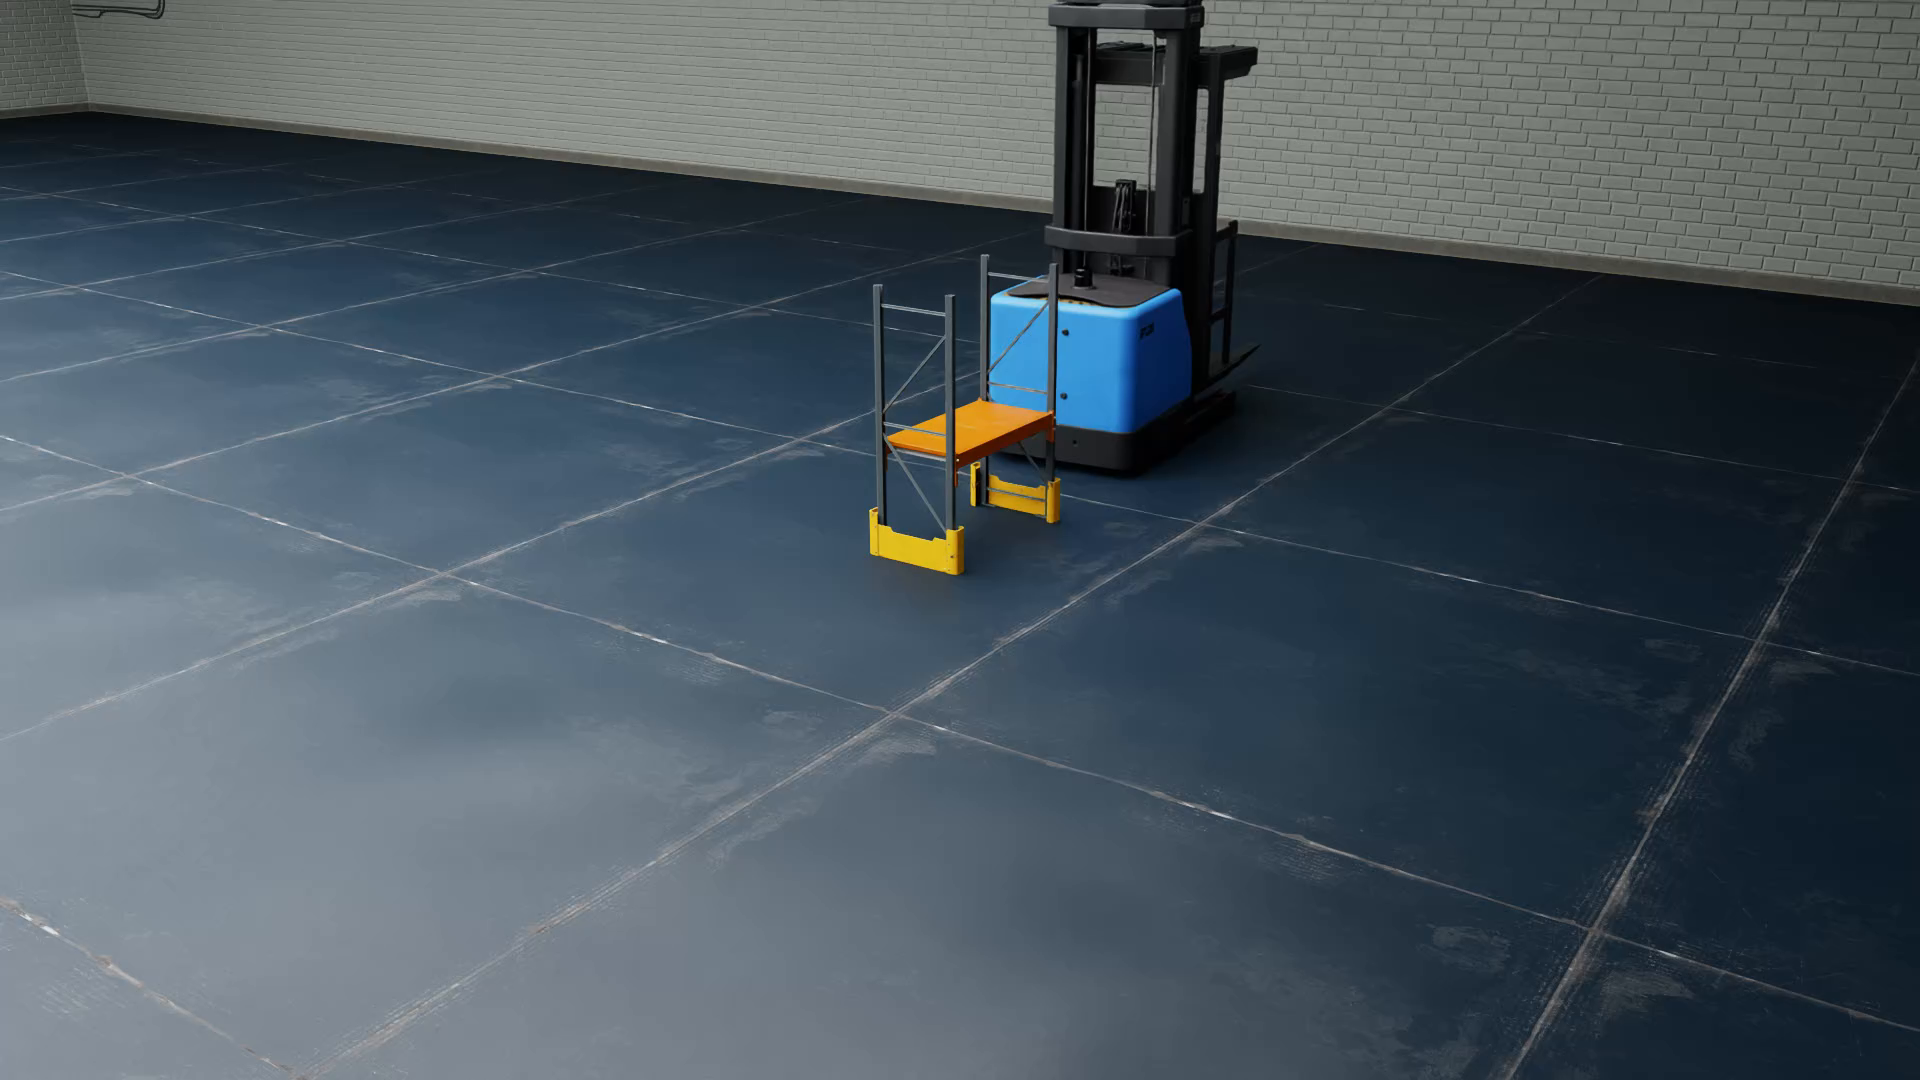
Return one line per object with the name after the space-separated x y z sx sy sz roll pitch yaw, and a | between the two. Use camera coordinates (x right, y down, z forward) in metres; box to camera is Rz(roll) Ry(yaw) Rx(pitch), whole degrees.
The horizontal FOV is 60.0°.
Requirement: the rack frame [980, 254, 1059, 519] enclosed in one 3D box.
0.334 -0.874 9.602 0.500 1.500 0.032 13 24 32 | rack frame

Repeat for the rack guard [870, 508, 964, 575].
-0.237 0.004 9.031 0.587 0.250 0.087 13 24 32 | rack guard

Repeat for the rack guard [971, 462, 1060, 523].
0.323 -0.282 9.804 0.587 0.250 0.087 13 24 32 | rack guard

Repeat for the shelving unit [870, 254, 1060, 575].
0.043 -0.725 9.201 0.587 1.500 1.083 13 24 32 | shelving unit

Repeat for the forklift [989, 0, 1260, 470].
1.309 -2.278 11.335 1.130 2.935 3.031 11 23 26 | forklift

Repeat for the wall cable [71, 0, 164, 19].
-15.077 -10.496 29.281 3.097 2.526 0.112 13 24 32 | wall cable

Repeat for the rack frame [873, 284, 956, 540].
-0.238 -0.582 8.814 0.500 1.500 0.032 13 24 32 | rack frame

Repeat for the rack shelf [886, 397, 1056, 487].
0.048 -0.559 9.270 0.538 0.185 1.000 13 24 32 | rack shelf
